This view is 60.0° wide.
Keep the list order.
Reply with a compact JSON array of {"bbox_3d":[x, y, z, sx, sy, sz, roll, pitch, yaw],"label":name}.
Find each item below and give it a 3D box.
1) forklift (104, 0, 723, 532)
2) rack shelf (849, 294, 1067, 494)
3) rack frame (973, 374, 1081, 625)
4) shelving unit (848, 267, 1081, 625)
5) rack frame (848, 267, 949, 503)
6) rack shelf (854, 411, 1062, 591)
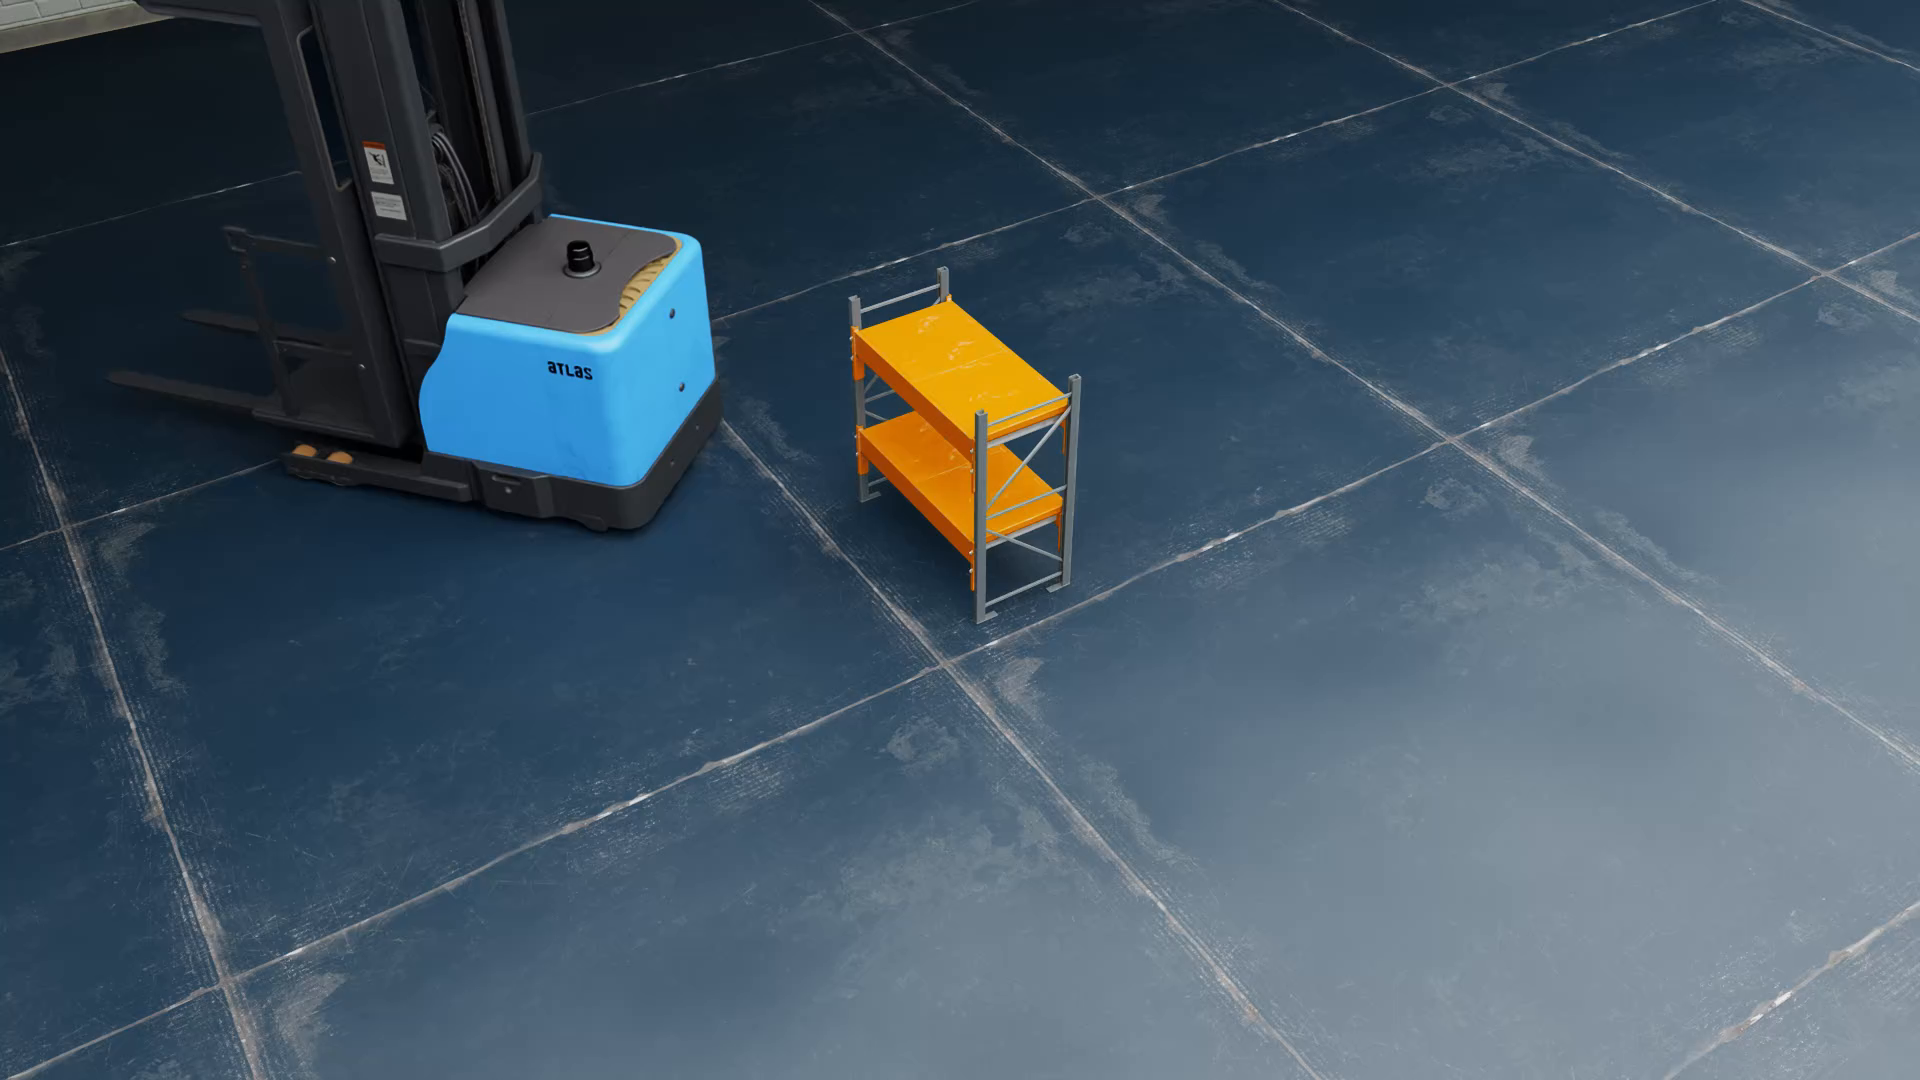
[{"bbox_3d":[-2.773,-1.700,7.500,3.031,2.935,1.130,11,41,13],"label":"forklift"},{"bbox_3d":[0.004,-0.653,7.198,0.538,0.278,1.000,-22,45,-24],"label":"rack shelf"},{"bbox_3d":[0.277,-0.154,7.056,0.500,1.125,0.032,-22,45,-24],"label":"rack frame"},{"bbox_3d":[0.004,-0.428,7.386,0.538,1.125,1.048,-22,45,-24],"label":"shelving unit"},{"bbox_3d":[-0.270,-0.703,7.715,0.500,1.125,0.032,-22,45,-24],"label":"rack frame"},{"bbox_3d":[0.004,-0.241,7.542,0.538,0.278,1.000,-22,45,-24],"label":"rack shelf"}]
